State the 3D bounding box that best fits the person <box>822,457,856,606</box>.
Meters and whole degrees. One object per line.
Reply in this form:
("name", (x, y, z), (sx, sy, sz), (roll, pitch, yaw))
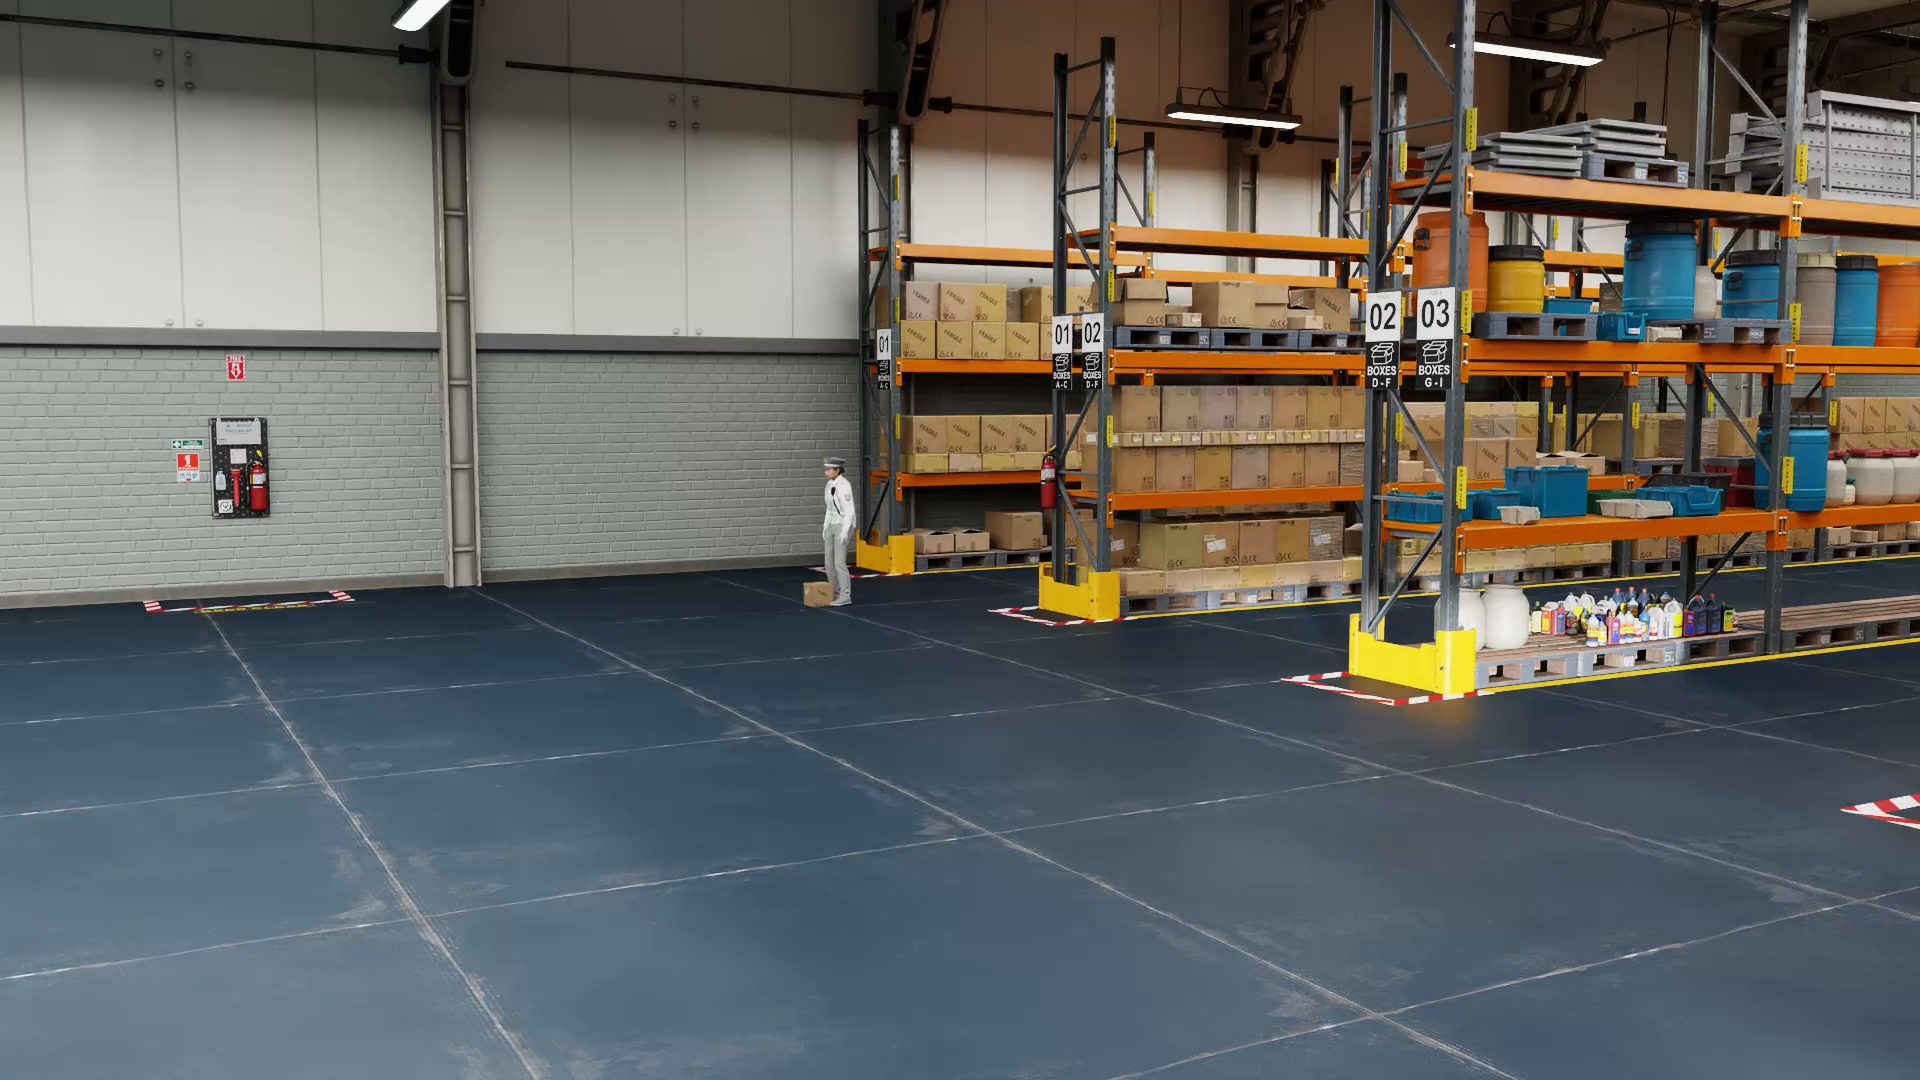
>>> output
("person", (-1.370, -0.104, 18.643), (0.371, 1.663, 0.522), (-3, 6, -31))
